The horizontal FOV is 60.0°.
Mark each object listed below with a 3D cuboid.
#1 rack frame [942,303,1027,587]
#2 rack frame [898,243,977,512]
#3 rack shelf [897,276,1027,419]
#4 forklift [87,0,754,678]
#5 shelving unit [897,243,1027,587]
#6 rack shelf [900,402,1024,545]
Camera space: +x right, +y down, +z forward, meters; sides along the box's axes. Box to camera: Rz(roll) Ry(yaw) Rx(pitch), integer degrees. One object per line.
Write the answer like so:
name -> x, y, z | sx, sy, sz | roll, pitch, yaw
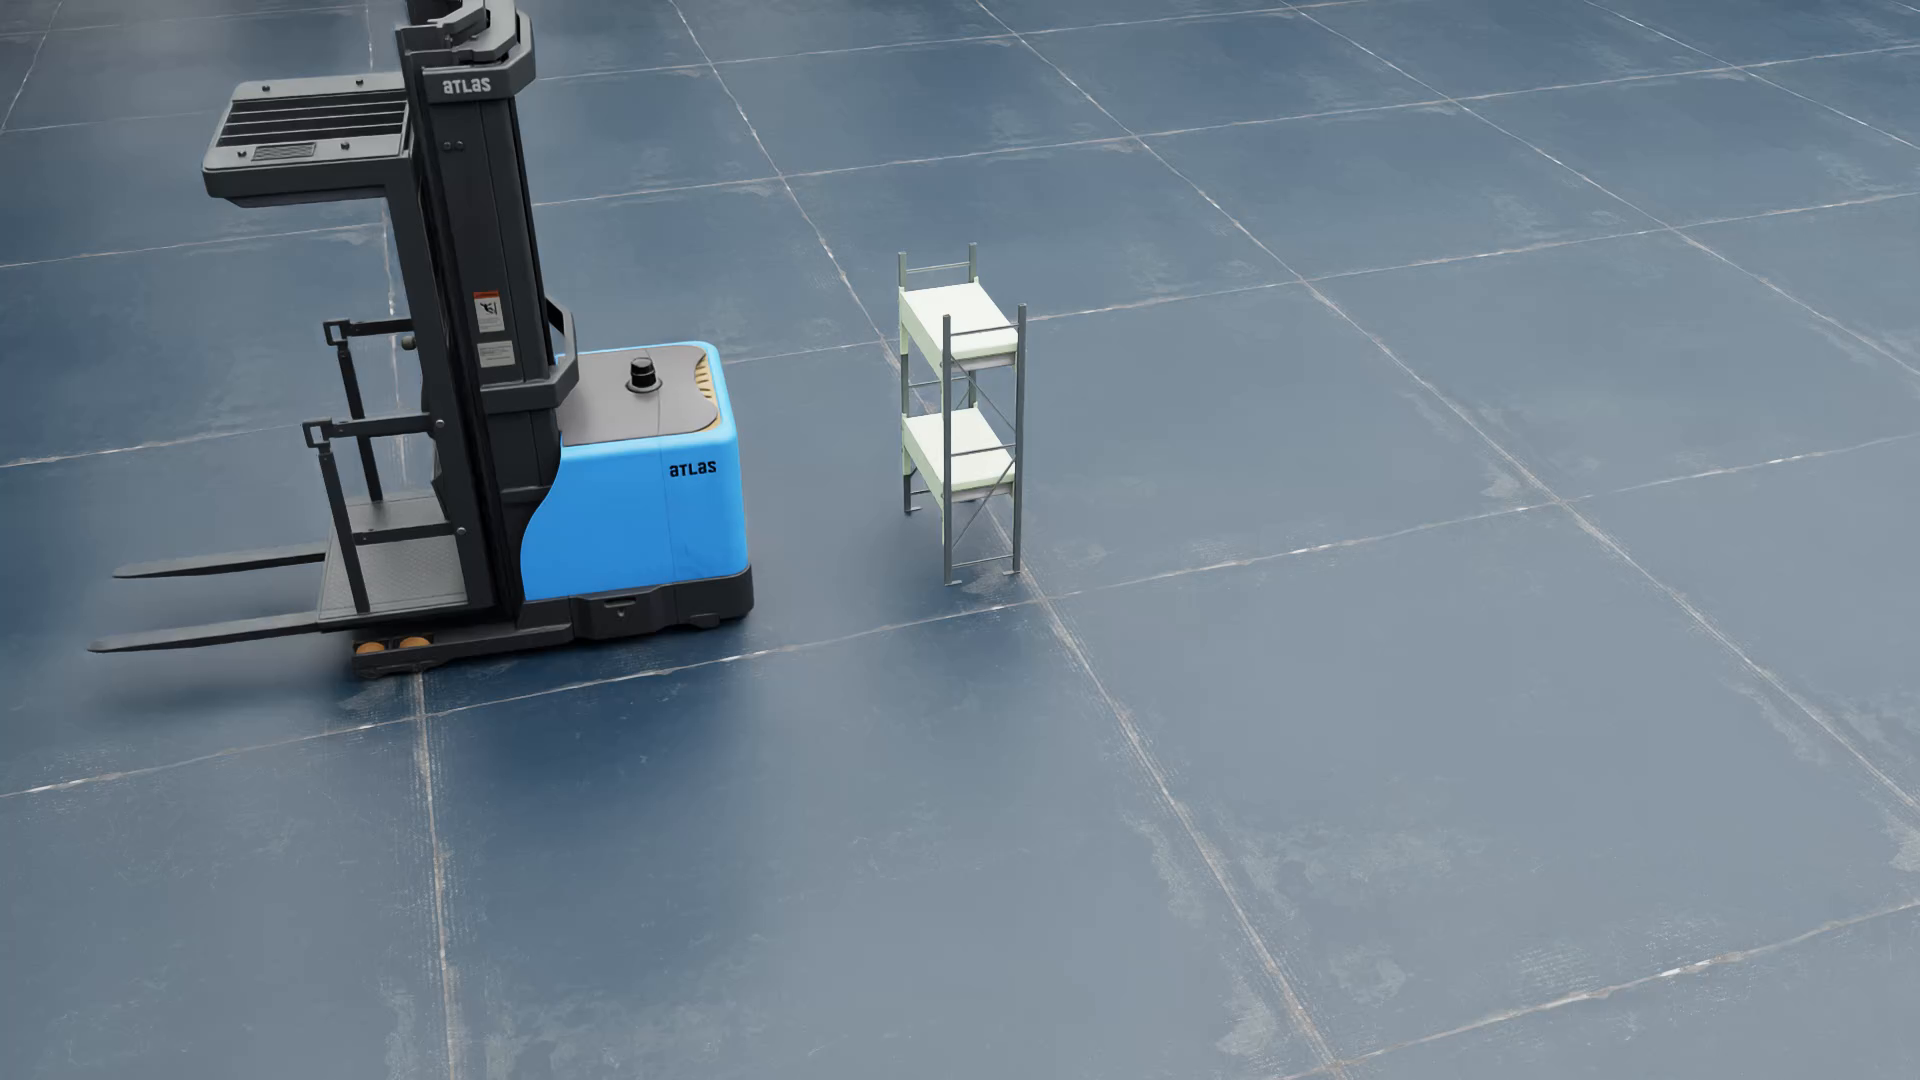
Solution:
rack frame -> 0.114, -0.430, 8.040 | 0.400, 1.500, 0.023 | -10, 35, -15
rack frame -> -0.110, -0.814, 8.622 | 0.400, 1.500, 0.023 | -10, 35, -15
rack shelf -> 0.002, -0.948, 8.116 | 0.431, 0.370, 0.720 | -10, 35, -15
forklift -> -2.581, -0.898, 7.450 | 3.031, 2.935, 1.130 | -7, 34, -11
shelving unit -> 0.002, -0.622, 8.331 | 0.431, 1.500, 0.755 | -10, 35, -15
rack shelf -> 0.002, -0.350, 8.511 | 0.431, 0.370, 0.720 | -10, 35, -15
